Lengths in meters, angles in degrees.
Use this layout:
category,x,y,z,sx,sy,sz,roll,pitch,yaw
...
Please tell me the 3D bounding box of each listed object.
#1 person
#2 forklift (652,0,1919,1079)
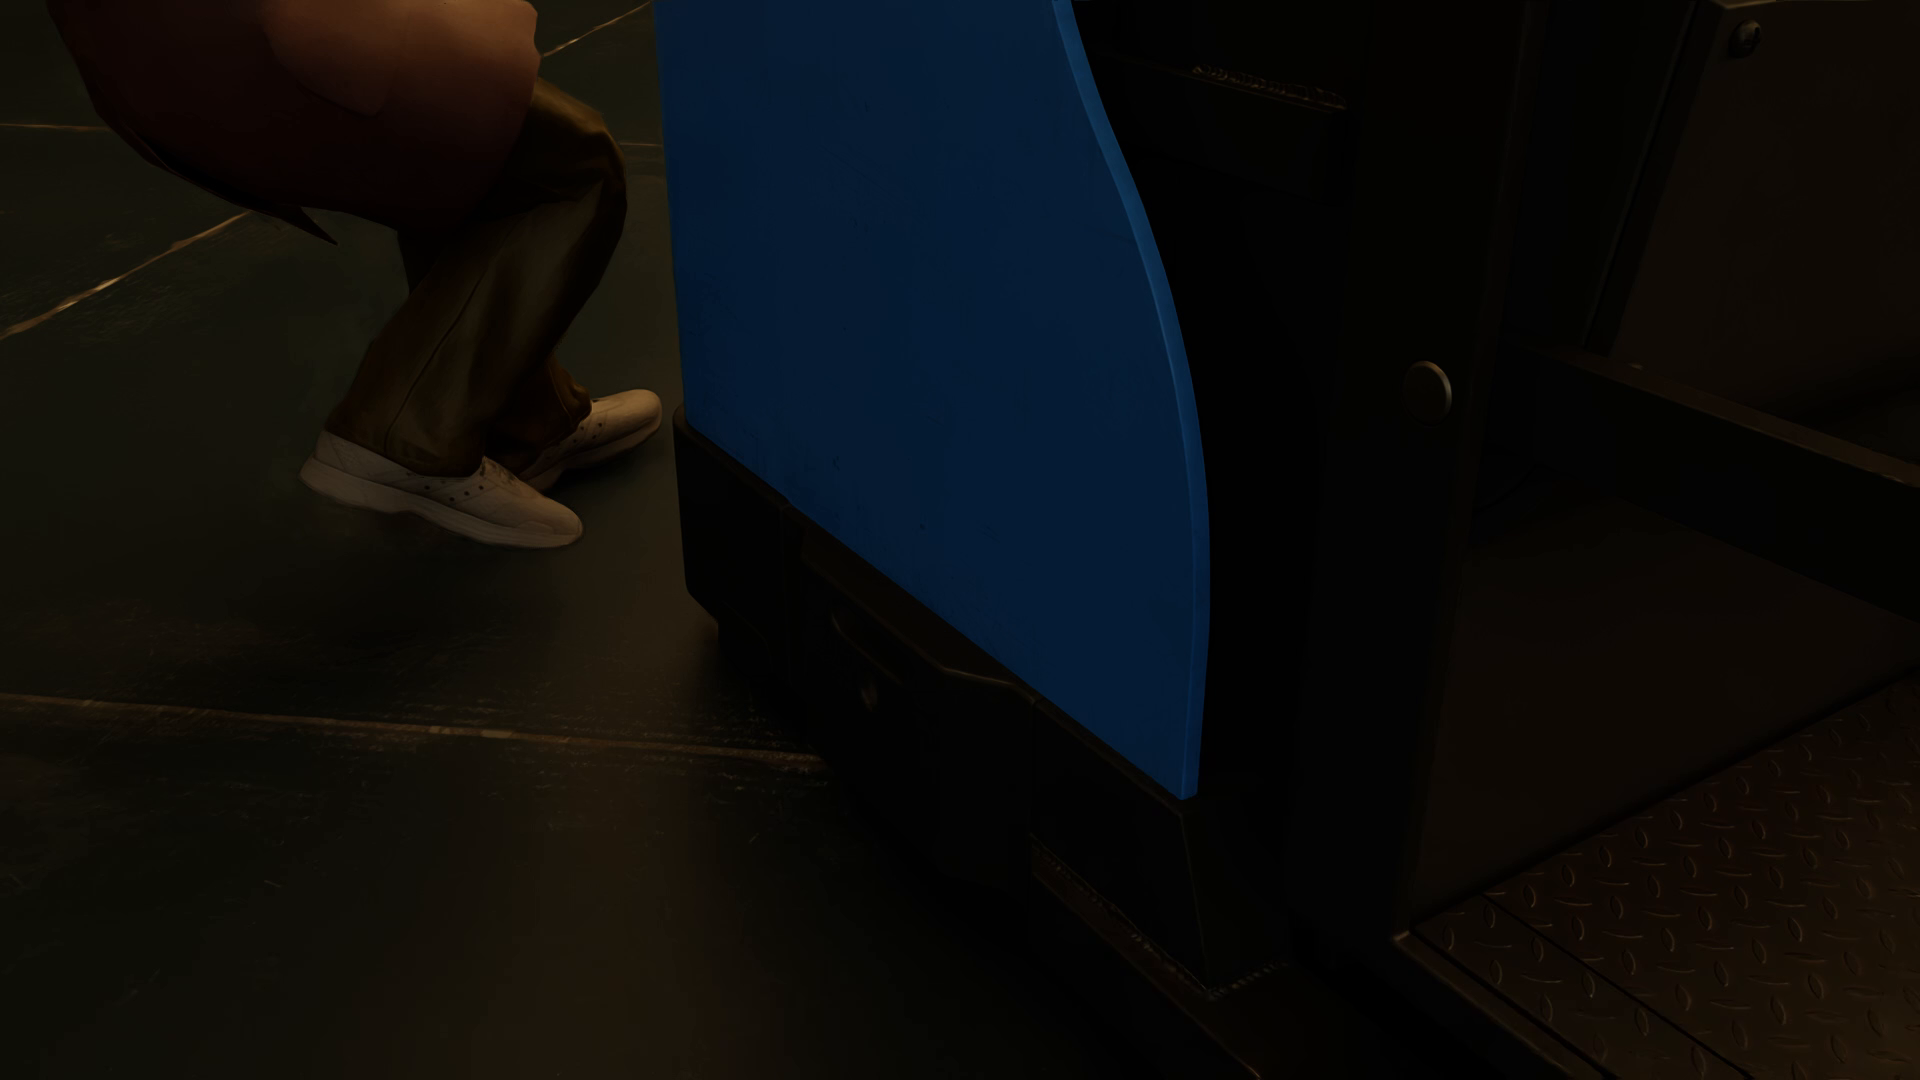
category,x,y,z,sx,sy,sz,roll,pitch,yaw
person,-0.701,-0.699,2.100,0.854,1.612,1.125,-21,33,-36
forklift,0.859,-0.772,0.764,1.130,2.935,3.031,-16,31,-29
